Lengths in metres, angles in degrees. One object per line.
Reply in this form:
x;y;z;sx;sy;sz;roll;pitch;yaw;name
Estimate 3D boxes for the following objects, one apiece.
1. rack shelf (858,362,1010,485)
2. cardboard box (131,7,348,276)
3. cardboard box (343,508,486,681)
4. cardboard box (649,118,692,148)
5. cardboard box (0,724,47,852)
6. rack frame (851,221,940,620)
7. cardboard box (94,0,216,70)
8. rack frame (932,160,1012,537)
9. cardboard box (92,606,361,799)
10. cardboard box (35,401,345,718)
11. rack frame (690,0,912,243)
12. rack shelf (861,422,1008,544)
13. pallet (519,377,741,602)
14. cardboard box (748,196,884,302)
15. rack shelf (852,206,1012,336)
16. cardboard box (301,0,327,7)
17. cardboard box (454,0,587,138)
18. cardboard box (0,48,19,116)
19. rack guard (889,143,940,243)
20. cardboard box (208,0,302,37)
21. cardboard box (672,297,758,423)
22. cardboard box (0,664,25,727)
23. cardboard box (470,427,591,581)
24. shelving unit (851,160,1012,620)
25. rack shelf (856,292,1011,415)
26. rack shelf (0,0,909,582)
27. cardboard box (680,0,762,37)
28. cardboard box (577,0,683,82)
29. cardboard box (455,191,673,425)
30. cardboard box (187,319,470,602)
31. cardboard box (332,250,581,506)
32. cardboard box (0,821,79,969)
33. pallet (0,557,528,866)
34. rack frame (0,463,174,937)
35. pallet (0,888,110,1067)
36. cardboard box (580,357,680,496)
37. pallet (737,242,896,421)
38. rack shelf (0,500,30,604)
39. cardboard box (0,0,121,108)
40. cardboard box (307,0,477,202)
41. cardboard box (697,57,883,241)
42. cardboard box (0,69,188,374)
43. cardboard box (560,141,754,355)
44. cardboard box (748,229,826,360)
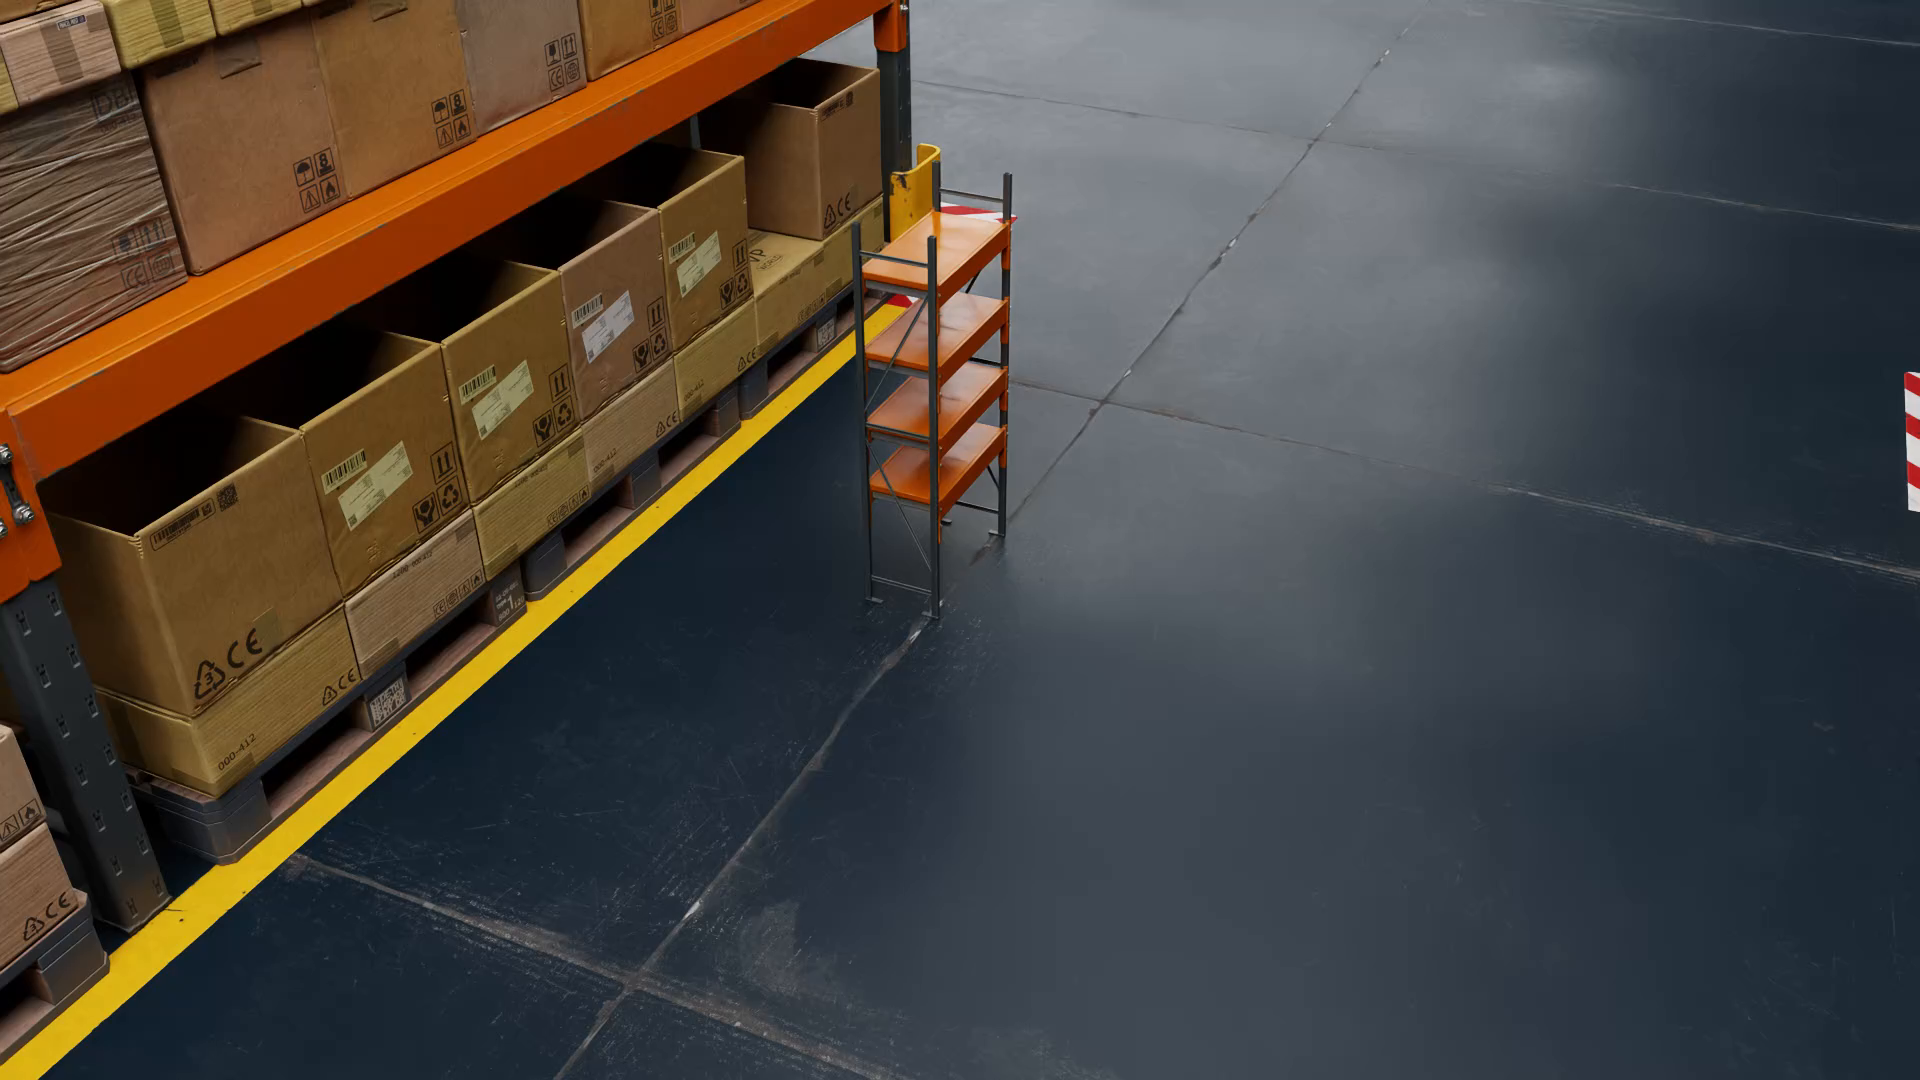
-0.069;-0.363;4.832;0.258;0.148;0.480;14;36;20;rack shelf
-1.951;-1.010;3.964;0.700;0.500;0.500;14;36;20;cardboard box
-1.662;0.083;4.512;0.500;0.250;0.500;14;36;20;cardboard box
-1.306;-1.348;6.010;0.500;0.500;0.500;14;36;20;cardboard box
-2.254;0.526;3.326;0.500;0.311;0.500;14;36;20;cardboard box
-0.171;-0.298;4.610;0.240;1.200;0.015;14;36;20;rack frame
-1.846;-1.138;3.567;0.380;0.149;0.250;13;36;19;cardboard box
0.033;-0.541;4.981;0.240;1.200;0.015;14;36;20;rack frame
-1.876;0.331;4.134;0.500;0.250;0.500;14;36;20;cardboard box
-1.867;0.020;3.925;0.500;0.500;0.500;14;36;20;cardboard box
-0.672;-2.474;6.287;1.000;3.000;0.127;14;36;20;rack frame
-0.069;-0.197;4.941;0.258;0.148;0.480;14;36;20;rack shelf
-1.465;-0.312;5.533;1.003;0.211;1.213;14;36;20;pallet
-0.628;-1.165;6.415;0.500;0.250;0.500;14;36;20;cardboard box
-0.069;-0.748;4.580;0.258;0.148;0.480;14;36;20;rack shelf
-1.631;-1.393;3.956;0.380;0.149;0.250;13;35;19;cardboard box
-1.524;-1.514;4.733;0.700;0.500;0.500;15;36;22;cardboard box
-2.057;-0.884;3.180;0.380;0.149;0.250;14;36;20;cardboard box
-0.662;-1.440;6.991;1.175;0.500;0.348;14;36;20;rack guard
-1.737;-1.269;3.767;0.380;0.149;0.250;14;36;20;cardboard box
-1.034;-0.663;5.651;0.500;0.250;0.500;14;36;20;cardboard box
-2.350;0.212;4.316;0.500;0.250;0.500;14;36;20;cardboard box
-1.448;-0.164;4.890;0.500;0.250;0.500;14;36;20;cardboard box
-0.069;-0.419;4.795;0.258;1.200;0.503;14;36;20;shelving unit
-0.069;-0.550;4.710;0.258;0.148;0.480;14;36;20;rack shelf
-1.509;-1.177;4.965;1.077;0.370;4.000;14;36;20;rack shelf
-1.094;-2.023;5.509;0.700;0.500;0.500;15;36;22;cardboard box
-1.307;-1.777;5.134;0.700;0.500;0.500;14;36;21;cardboard box
-1.241;-0.728;5.065;0.500;0.500;0.500;14;36;20;cardboard box
-1.665;-0.231;4.307;0.500;0.500;0.500;14;36;20;cardboard box
-1.449;-0.478;4.684;0.500;0.500;0.500;14;36;20;cardboard box
-2.255;0.766;3.471;0.500;0.250;0.500;14;36;20;cardboard box
-1.974;0.298;4.603;1.003;0.211;1.213;14;36;20;pallet
-2.345;-0.482;3.249;1.000;3.000;0.127;14;36;20;rack frame
-2.618;1.060;3.440;1.003;0.211;1.213;14;36;20;pallet
-1.244;-0.415;5.272;0.500;0.250;0.500;14;36;20;cardboard box
-0.954;-0.917;6.456;1.003;0.211;1.213;14;36;20;pallet
-3.182;0.815;1.927;1.077;0.370;4.000;14;36;20;rack shelf
-1.952;-1.009;3.371;0.380;0.149;0.250;15;36;21;cardboard box
-1.737;-1.259;4.343;0.700;0.500;0.500;15;36;21;cardboard box
-0.626;-1.478;6.209;0.500;0.500;0.500;14;36;20;cardboard box
-2.165;-0.746;3.561;0.700;0.500;0.500;13;36;19;cardboard box
-1.031;-0.976;5.444;0.500;0.500;0.500;14;36;20;cardboard box
-0.826;-0.913;6.031;0.500;0.250;0.500;14;36;20;cardboard box
